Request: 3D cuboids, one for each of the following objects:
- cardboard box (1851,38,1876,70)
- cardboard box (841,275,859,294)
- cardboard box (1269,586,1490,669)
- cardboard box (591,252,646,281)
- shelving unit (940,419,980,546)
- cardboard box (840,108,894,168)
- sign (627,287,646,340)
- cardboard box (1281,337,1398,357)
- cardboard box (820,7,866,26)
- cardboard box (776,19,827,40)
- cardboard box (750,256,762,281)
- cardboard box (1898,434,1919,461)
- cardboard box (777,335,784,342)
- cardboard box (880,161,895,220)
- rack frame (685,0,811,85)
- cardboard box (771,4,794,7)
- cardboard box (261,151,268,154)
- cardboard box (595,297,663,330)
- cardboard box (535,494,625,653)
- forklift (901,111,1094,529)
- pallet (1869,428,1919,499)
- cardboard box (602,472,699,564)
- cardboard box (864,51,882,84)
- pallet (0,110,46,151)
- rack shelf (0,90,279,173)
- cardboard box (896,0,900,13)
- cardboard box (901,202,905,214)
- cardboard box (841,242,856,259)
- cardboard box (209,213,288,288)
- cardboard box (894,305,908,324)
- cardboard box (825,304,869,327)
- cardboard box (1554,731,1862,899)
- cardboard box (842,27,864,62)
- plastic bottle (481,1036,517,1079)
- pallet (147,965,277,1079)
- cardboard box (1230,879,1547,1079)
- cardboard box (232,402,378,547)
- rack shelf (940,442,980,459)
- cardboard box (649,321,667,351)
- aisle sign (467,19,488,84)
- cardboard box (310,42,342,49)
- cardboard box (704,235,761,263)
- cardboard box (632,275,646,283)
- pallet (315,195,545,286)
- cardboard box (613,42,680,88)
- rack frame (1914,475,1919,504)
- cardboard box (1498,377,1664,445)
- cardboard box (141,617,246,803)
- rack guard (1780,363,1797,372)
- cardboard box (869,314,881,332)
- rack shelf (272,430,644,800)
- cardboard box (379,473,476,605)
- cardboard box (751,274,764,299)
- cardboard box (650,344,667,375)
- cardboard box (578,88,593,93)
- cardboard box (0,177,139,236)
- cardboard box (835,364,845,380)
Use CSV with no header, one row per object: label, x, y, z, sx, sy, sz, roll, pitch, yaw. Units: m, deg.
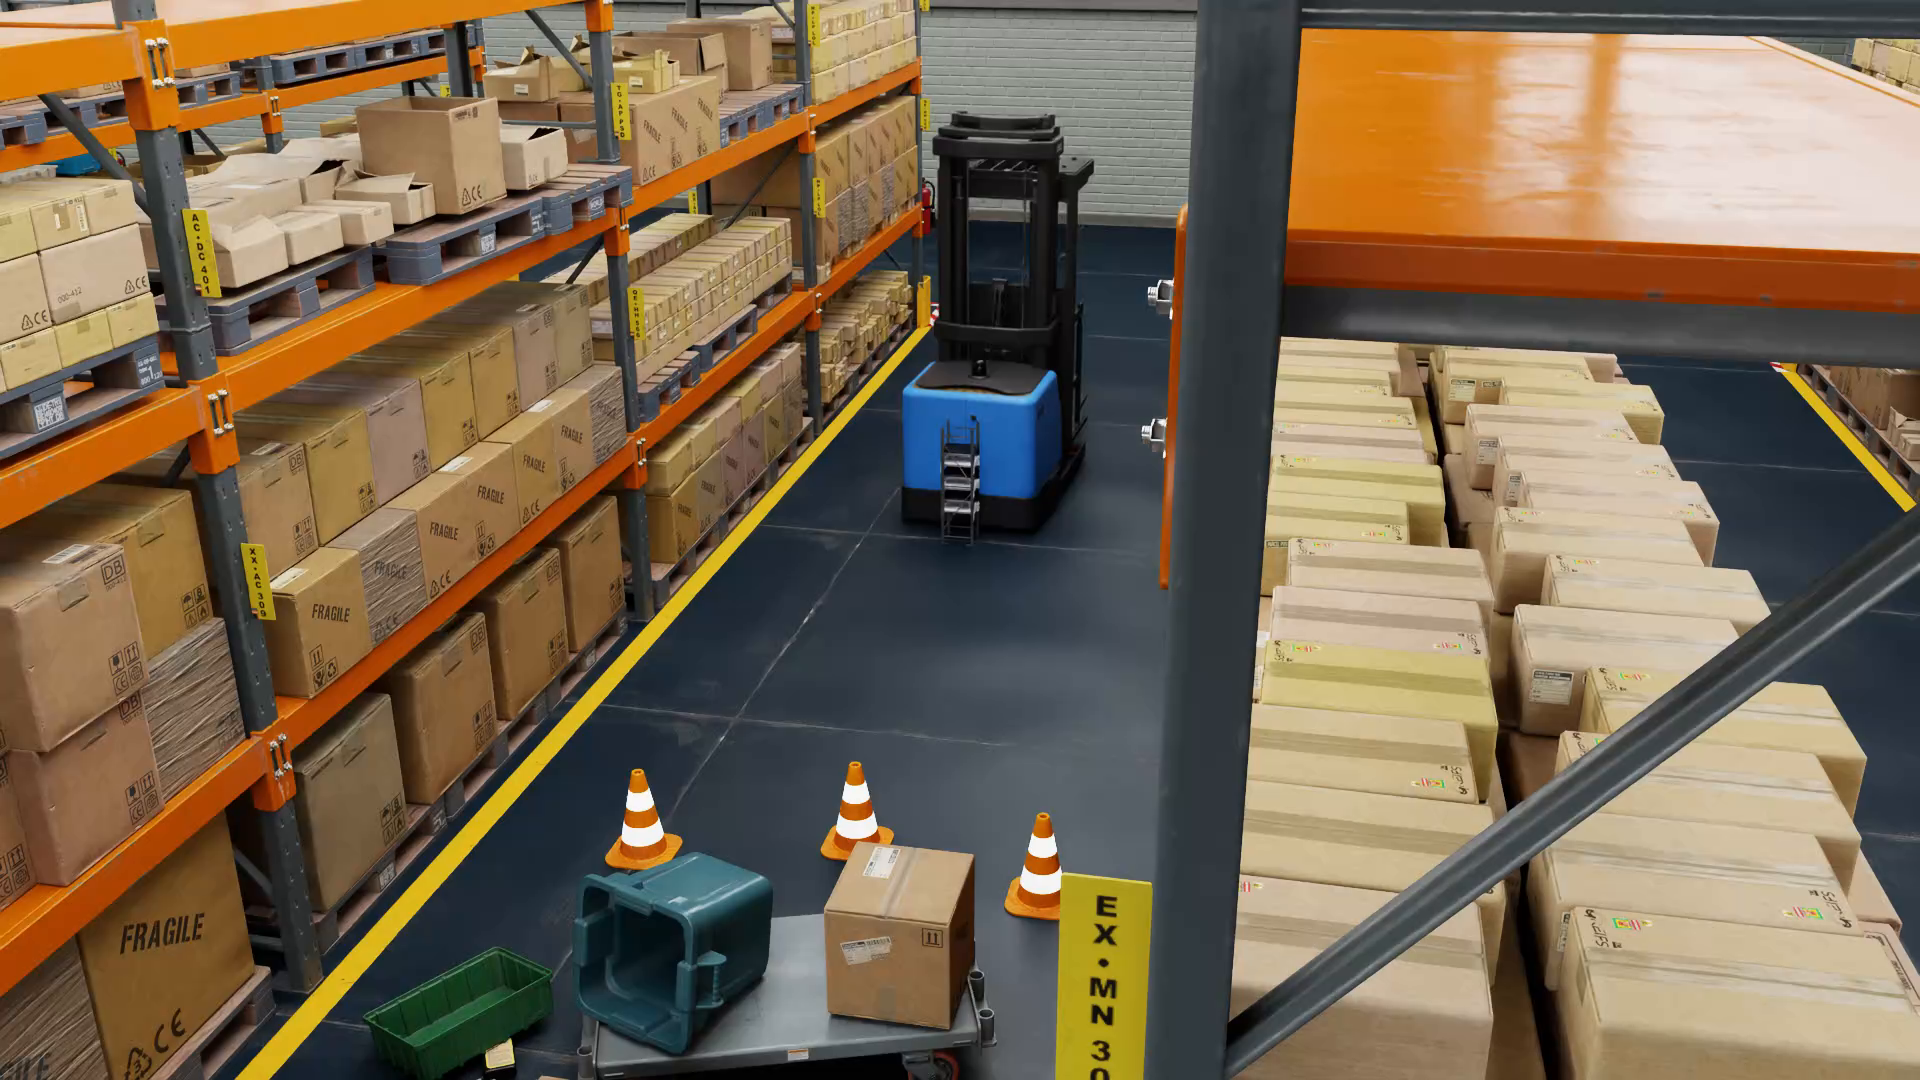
cardboard box,8.465,-4.425,15.112,0.500,0.250,0.500,4,22,10
cardboard box,-1.282,-2.696,17.491,0.380,0.149,0.250,5,22,12
cardboard box,0.761,0.213,3.062,0.380,0.149,0.250,4,22,11
cardboard box,-2.565,-2.034,12.367,0.380,0.149,0.250,5,23,13
shelving unit,0.002,-0.420,12.193,0.258,0.900,0.210,4,22,11
cardboard box,-0.954,-3.909,16.175,0.500,0.500,0.500,6,23,14
sign,-1.992,-1.394,10.250,0.100,0.325,0.005,4,22,11
cardboard box,1.106,-0.552,4.962,0.380,0.149,0.250,5,23,13
cardboard box,-1.068,-4.761,15.143,0.380,0.149,0.250,4,22,9
cardboard box,-1.335,-4.285,13.960,0.380,0.149,0.250,4,22,9
cardboard box,-1.765,-2.129,13.001,0.380,0.149,0.250,4,22,9
cardboard box,7.833,-0.742,13.435,0.380,0.149,0.250,4,22,9
cardboard box,-1.845,-1.847,15.383,0.380,0.149,0.250,4,22,10
cardboard box,-0.948,-3.450,16.373,0.500,0.500,0.500,5,22,11
rack frame,-1.720,-5.144,13.080,1.000,3.000,0.127,4,22,11
cardboard box,-1.539,-4.896,15.477,0.380,0.149,0.250,5,23,13
cardboard box,-6.207,-3.348,15.450,0.500,0.500,0.500,4,22,11
cardboard box,-2.200,-1.505,11.053,0.380,0.149,0.250,4,22,9
cardboard box,-2.748,0.167,10.374,1.050,0.750,0.750,4,22,10
forklift,0.430,-1.963,13.304,1.130,2.935,3.031,6,23,14
pallet,8.148,-0.601,13.564,1.003,0.211,1.213,4,22,11
cardboard box,-2.142,-0.173,11.551,0.500,0.500,0.500,4,22,9
cardboard box,-1.038,-4.396,15.438,0.500,0.250,0.500,5,23,13
pallet,-7.292,-2.856,11.668,1.213,0.211,1.003,6,23,13
rack shelf,-6.963,-3.102,12.989,1.077,0.370,4.000,4,22,11
cardboard box,-0.809,-5.334,16.566,0.380,0.149,0.250,5,22,12
cardboard box,-0.781,-3.478,17.311,0.380,0.149,0.250,4,22,11
cardboard box,-1.182,-2.711,15.406,0.380,0.149,0.250,5,22,12
cardboard box,-2.985,-1.207,6.804,0.258,0.266,0.396,4,22,10
cardboard box,-0.760,-2.386,17.517,0.380,0.149,0.250,5,23,13
cardboard box,-1.103,-2.189,16.231,0.380,0.149,0.250,5,22,11
cardboard box,1.117,0.429,2.527,0.380,0.149,0.250,4,22,11
cardboard box,-1.164,-4.437,14.872,0.500,0.250,0.500,5,22,12
plastic bottle,-1.931,2.144,6.948,0.133,0.061,0.283,-7,23,-17
pallet,-3.584,2.130,6.781,1.003,0.211,1.213,4,22,11
cardboard box,0.539,0.701,2.386,0.500,0.250,0.500,4,22,10
cardboard box,-3.154,-0.316,7.650,0.700,0.500,0.500,4,22,10
rack shelf,0.002,-0.640,12.104,0.258,0.077,0.200,4,22,11
cardboard box,-2.188,-1.375,11.129,0.380,0.149,0.250,6,23,13
aisle sign,-5.430,-5.448,18.386,0.394,0.787,0.004,4,22,11
cardboard box,-6.340,-4.942,15.764,0.700,0.500,0.500,6,23,14
cardboard box,-1.773,-2.265,12.939,0.380,0.149,0.250,4,22,11
cardboard box,-2.568,-1.896,12.422,0.380,0.149,0.250,4,22,10
pallet,-2.841,-1.553,8.432,1.003,0.211,1.213,6,23,13
cardboard box,-2.065,-3.103,10.869,0.396,0.266,0.258,4,22,11
rack frame,8.007,-1.644,12.419,1.000,3.000,0.127,4,22,11
cardboard box,1.620,-0.313,4.369,0.380,0.149,0.250,5,22,12
cardboard box,-3.416,0.631,6.571,0.875,0.550,0.550,4,22,11
rack guard,8.807,-1.919,16.449,1.175,0.500,0.348,4,22,11
cardboard box,-1.000,-2.146,16.524,0.380,0.149,0.250,6,23,14
rack shelf,-2.944,0.167,8.886,1.077,0.370,4.000,4,22,11
cardboard box,-2.775,-0.021,8.256,0.500,0.500,0.500,4,22,11
cardboard box,-1.764,-2.001,13.081,0.380,0.149,0.250,3,22,8
cardboard box,-2.192,-1.223,11.148,0.380,0.149,0.250,6,23,14
cardboard box,-2.579,-2.748,11.012,0.500,0.500,0.500,4,22,11
cardboard box,-3.115,-1.163,5.784,0.380,0.149,0.250,4,22,10
cardboard box,-1.277,-1.534,15.402,0.380,0.149,0.250,4,22,11
